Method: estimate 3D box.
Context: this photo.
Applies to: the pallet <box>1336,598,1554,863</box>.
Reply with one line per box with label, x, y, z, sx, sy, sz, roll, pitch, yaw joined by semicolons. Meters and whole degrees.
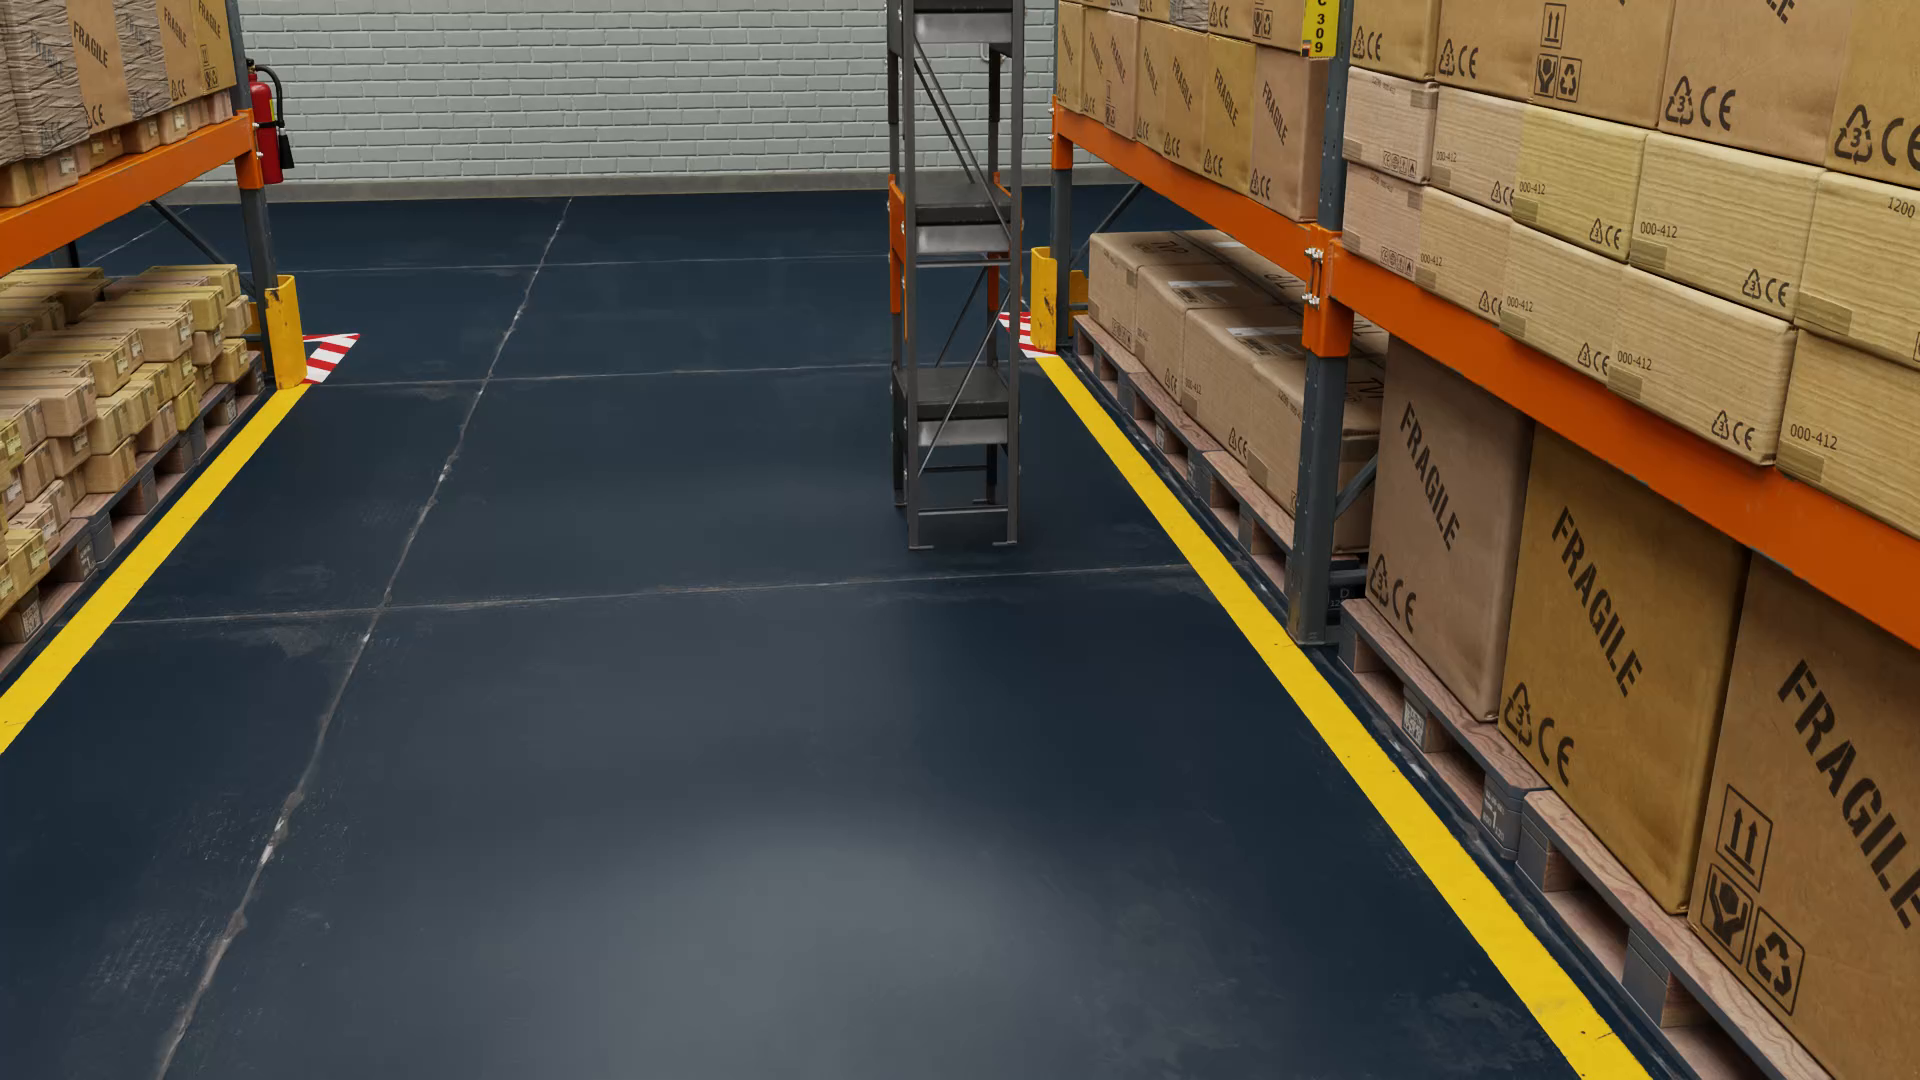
pallet;1.748;0.463;4.675;1.003;0.211;1.213;-3;21;-8

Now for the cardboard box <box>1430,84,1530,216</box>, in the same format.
cardboard box;1.450;-0.925;3.906;0.500;0.250;0.500;-3;21;-7

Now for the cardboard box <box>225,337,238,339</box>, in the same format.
cardboard box;-3.616;-0.897;7.804;0.380;0.149;0.250;-3;21;-7

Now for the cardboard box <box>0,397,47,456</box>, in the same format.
cardboard box;-3.292;-0.364;5.529;0.380;0.149;0.250;-3;21;-9

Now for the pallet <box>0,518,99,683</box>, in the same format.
pallet;-3.453;0.253;5.236;1.003;0.211;1.213;-3;21;-8

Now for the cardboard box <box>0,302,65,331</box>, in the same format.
cardboard box;-3.973;-0.884;6.919;0.380;0.149;0.250;-4;21;-10

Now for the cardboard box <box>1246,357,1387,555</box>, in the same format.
cardboard box;1.578;-0.326;5.864;0.875;0.438;0.875;-3;21;-9

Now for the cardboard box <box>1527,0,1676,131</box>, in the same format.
cardboard box;1.512;-1.107;3.320;0.500;0.500;0.500;-3;21;-9

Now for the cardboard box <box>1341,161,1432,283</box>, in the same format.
cardboard box;1.365;-0.871;4.475;0.500;0.250;0.500;-3;21;-9

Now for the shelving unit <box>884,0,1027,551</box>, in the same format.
shelving unit;-0.024;-1.041;6.002;0.431;2.100;0.503;-3;21;-8

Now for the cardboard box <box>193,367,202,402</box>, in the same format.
cardboard box;-3.477;-0.632;7.095;0.380;0.149;0.250;-3;21;-7

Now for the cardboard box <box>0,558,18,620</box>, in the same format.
cardboard box;-3.056;0.174;4.937;0.380;0.149;0.250;-4;21;-10

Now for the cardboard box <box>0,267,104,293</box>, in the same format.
cardboard box;-4.159;-1.148;7.628;0.380;0.149;0.250;-4;21;-10

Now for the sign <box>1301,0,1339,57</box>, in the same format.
sign;1.013;-1.521;4.651;0.100;0.325;0.005;-3;21;-8

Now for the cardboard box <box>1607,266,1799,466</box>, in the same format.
cardboard box;1.562;-0.340;3.054;0.500;0.250;0.500;-3;21;-9

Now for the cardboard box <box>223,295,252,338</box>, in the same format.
cardboard box;-3.539;-1.039;7.761;0.380;0.149;0.250;-3;21;-9

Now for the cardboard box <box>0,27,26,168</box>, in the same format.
cardboard box;-3.222;-1.363;5.012;0.500;0.500;0.500;-3;21;-8

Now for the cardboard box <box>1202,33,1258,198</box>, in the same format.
cardboard box;1.163;-1.479;5.747;0.500;0.500;0.500;-3;21;-9

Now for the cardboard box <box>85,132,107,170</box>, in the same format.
cardboard box;-3.418;-1.449;6.168;0.380;0.149;0.250;-3;21;-7

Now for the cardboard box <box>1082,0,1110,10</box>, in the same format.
cardboard box;0.855;-2.648;7.447;0.500;0.500;0.500;-3;21;-9

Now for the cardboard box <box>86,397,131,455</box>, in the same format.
cardboard box;-3.279;-0.411;6.078;0.380;0.149;0.250;-3;21;-8

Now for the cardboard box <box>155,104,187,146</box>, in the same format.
cardboard box;-3.462;-1.730;6.919;0.380;0.149;0.250;-2;21;-6

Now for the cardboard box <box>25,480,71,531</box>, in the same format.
cardboard box;-3.268;-0.087;5.635;0.380;0.149;0.250;-3;21;-9

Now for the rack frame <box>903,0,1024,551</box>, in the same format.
rack frame;0.011;-0.956;5.776;0.400;2.100;0.015;-3;21;-8

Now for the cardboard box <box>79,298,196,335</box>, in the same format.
cardboard box;-3.454;-0.910;6.991;0.380;0.149;0.250;-4;21;-10

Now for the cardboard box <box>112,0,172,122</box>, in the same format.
cardboard box;-3.427;-1.897;6.440;0.500;0.500;0.500;-3;21;-8

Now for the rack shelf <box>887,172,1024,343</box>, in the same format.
rack shelf;-0.024;-1.028;6.007;0.431;0.518;0.480;-3;21;-8

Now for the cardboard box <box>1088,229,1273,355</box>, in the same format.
cardboard box;1.180;-1.265;8.377;0.875;0.438;0.875;-4;21;-10

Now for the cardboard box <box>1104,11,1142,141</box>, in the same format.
cardboard box;0.927;-2.007;7.160;0.500;0.500;0.500;-3;21;-8

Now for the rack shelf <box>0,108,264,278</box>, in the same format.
rack shelf;-3.610;-1.178;6.110;1.077;0.370;4.000;-3;21;-8

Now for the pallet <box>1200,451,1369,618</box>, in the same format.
pallet;1.530;-0.068;6.096;1.003;0.211;1.213;-3;21;-8

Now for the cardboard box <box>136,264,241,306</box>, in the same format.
cardboard box;-3.571;-1.176;7.703;0.380;0.149;0.250;-3;21;-7

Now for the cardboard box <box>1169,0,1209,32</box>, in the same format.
cardboard box;1.073;-2.123;6.042;0.500;0.500;0.500;-3;21;-7

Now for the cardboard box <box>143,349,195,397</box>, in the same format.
cardboard box;-3.375;-0.681;6.801;0.380;0.149;0.250;-3;21;-7

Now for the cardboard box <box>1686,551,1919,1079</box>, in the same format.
cardboard box;1.997;0.524;2.962;0.875;0.875;0.875;-3;21;-7

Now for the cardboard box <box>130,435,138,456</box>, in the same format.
cardboard box;-3.397;-0.360;6.367;0.380;0.149;0.250;-2;21;-6

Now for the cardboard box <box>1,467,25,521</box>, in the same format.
cardboard box;-3.253;-0.130;5.326;0.380;0.149;0.250;-3;21;-8

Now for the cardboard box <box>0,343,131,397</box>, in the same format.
cardboard box;-3.366;-0.634;6.251;0.380;0.149;0.250;-3;21;-7

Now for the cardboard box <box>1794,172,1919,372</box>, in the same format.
cardboard box;1.646;-0.394;2.484;0.500;0.250;0.500;-3;21;-9

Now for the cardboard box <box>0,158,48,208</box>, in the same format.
cardboard box;-3.244;-1.179;5.446;0.380;0.149;0.250;-3;21;-7

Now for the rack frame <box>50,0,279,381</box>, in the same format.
rack frame;-3.898;-2.207;7.838;1.000;3.000;0.127;-3;21;-8

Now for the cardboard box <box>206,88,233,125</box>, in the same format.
cardboard box;-3.571;-1.991;7.618;0.380;0.149;0.250;-3;21;-8
